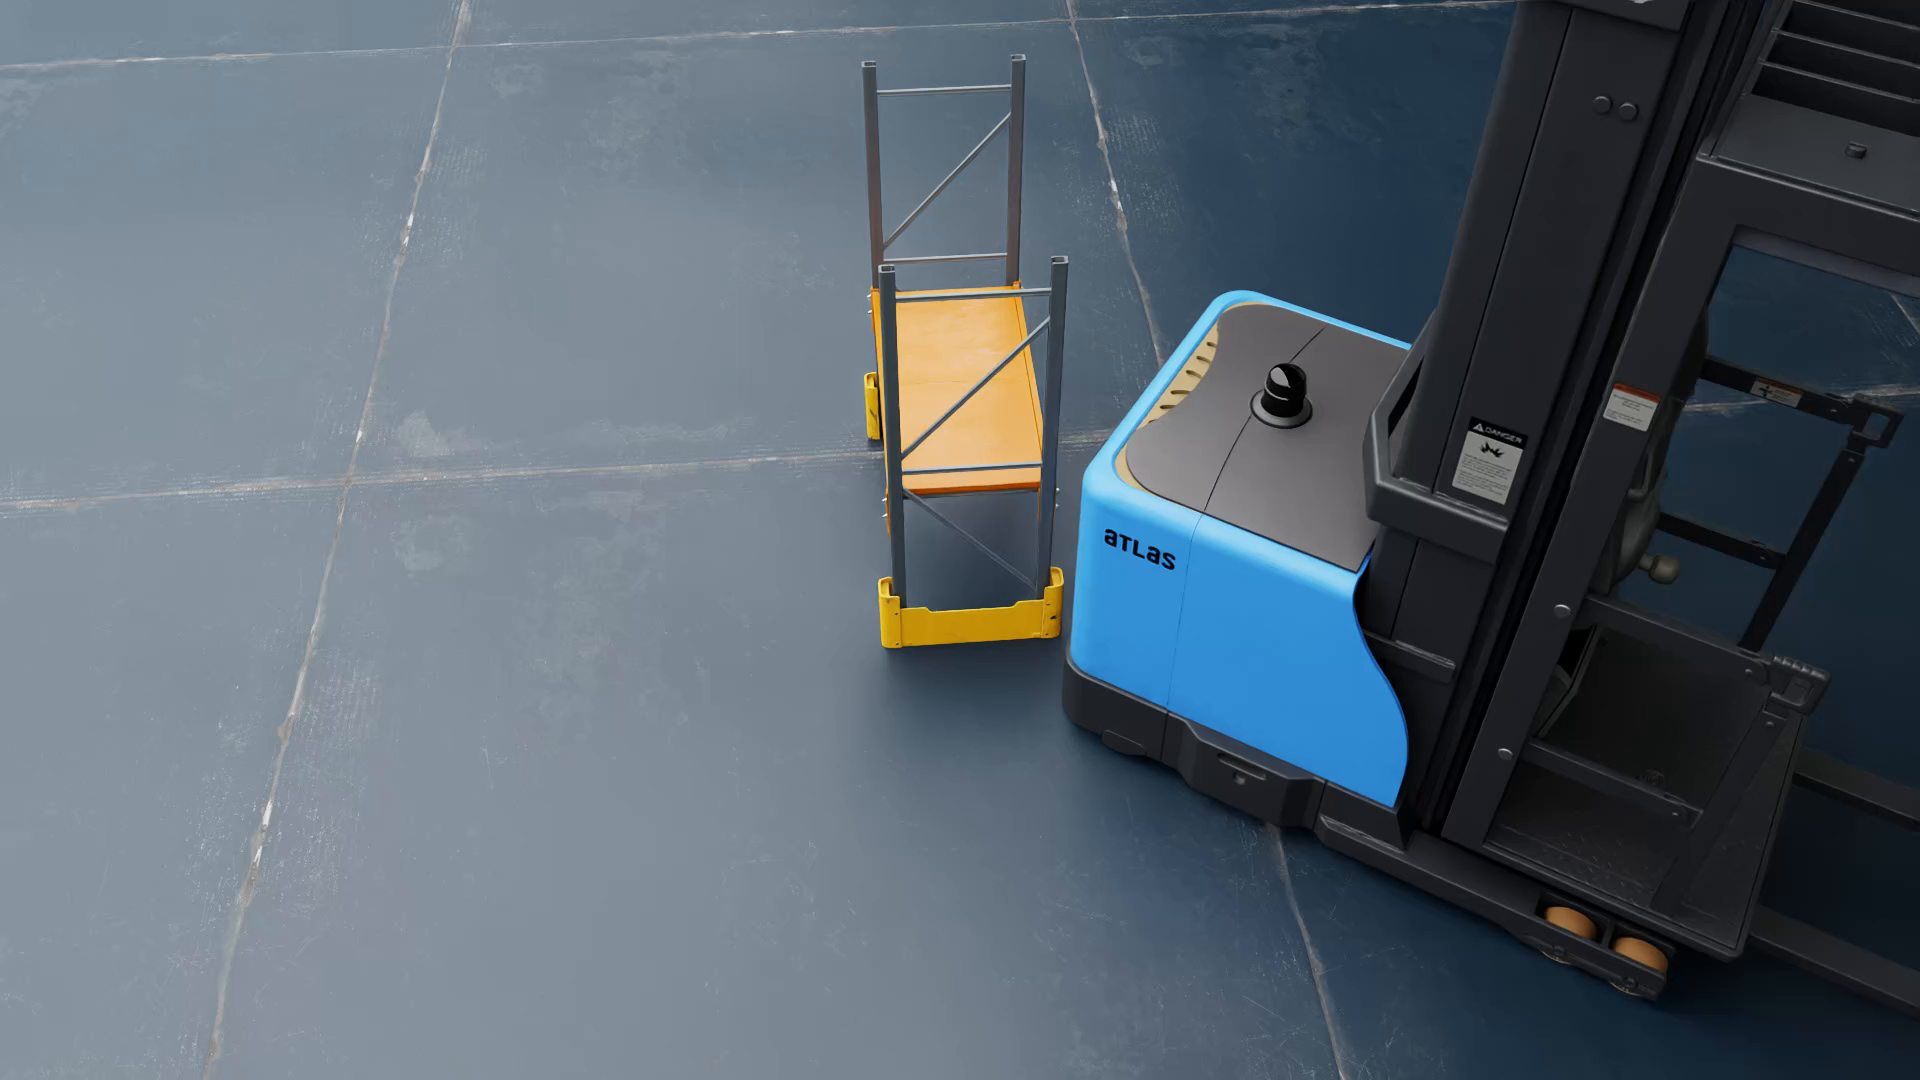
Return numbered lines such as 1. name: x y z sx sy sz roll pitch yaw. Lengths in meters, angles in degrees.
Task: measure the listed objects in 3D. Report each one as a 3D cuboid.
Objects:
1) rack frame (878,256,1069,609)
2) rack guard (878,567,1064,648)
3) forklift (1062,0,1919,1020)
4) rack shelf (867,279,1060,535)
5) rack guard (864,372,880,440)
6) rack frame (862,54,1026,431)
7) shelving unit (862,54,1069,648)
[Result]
1. rack frame: 0.035 -0.210 4.916 0.500 1.500 0.032 -3 47 -3
2. rack guard: 0.035 0.219 5.370 0.587 0.250 0.087 -3 47 -3
3. forklift: 1.850 -0.205 3.925 3.031 2.935 1.130 23 51 20
4. rack shelf: -0.007 -0.454 5.395 0.538 0.185 1.000 -3 47 -3
5. rack guard: -0.048 -0.501 6.053 0.587 0.250 0.087 -3 47 -3
6. rack frame: -0.050 -0.945 5.612 0.500 1.500 0.032 -3 47 -3
7. shelving unit: -0.006 -0.571 5.258 0.587 1.500 1.083 -3 47 -3
